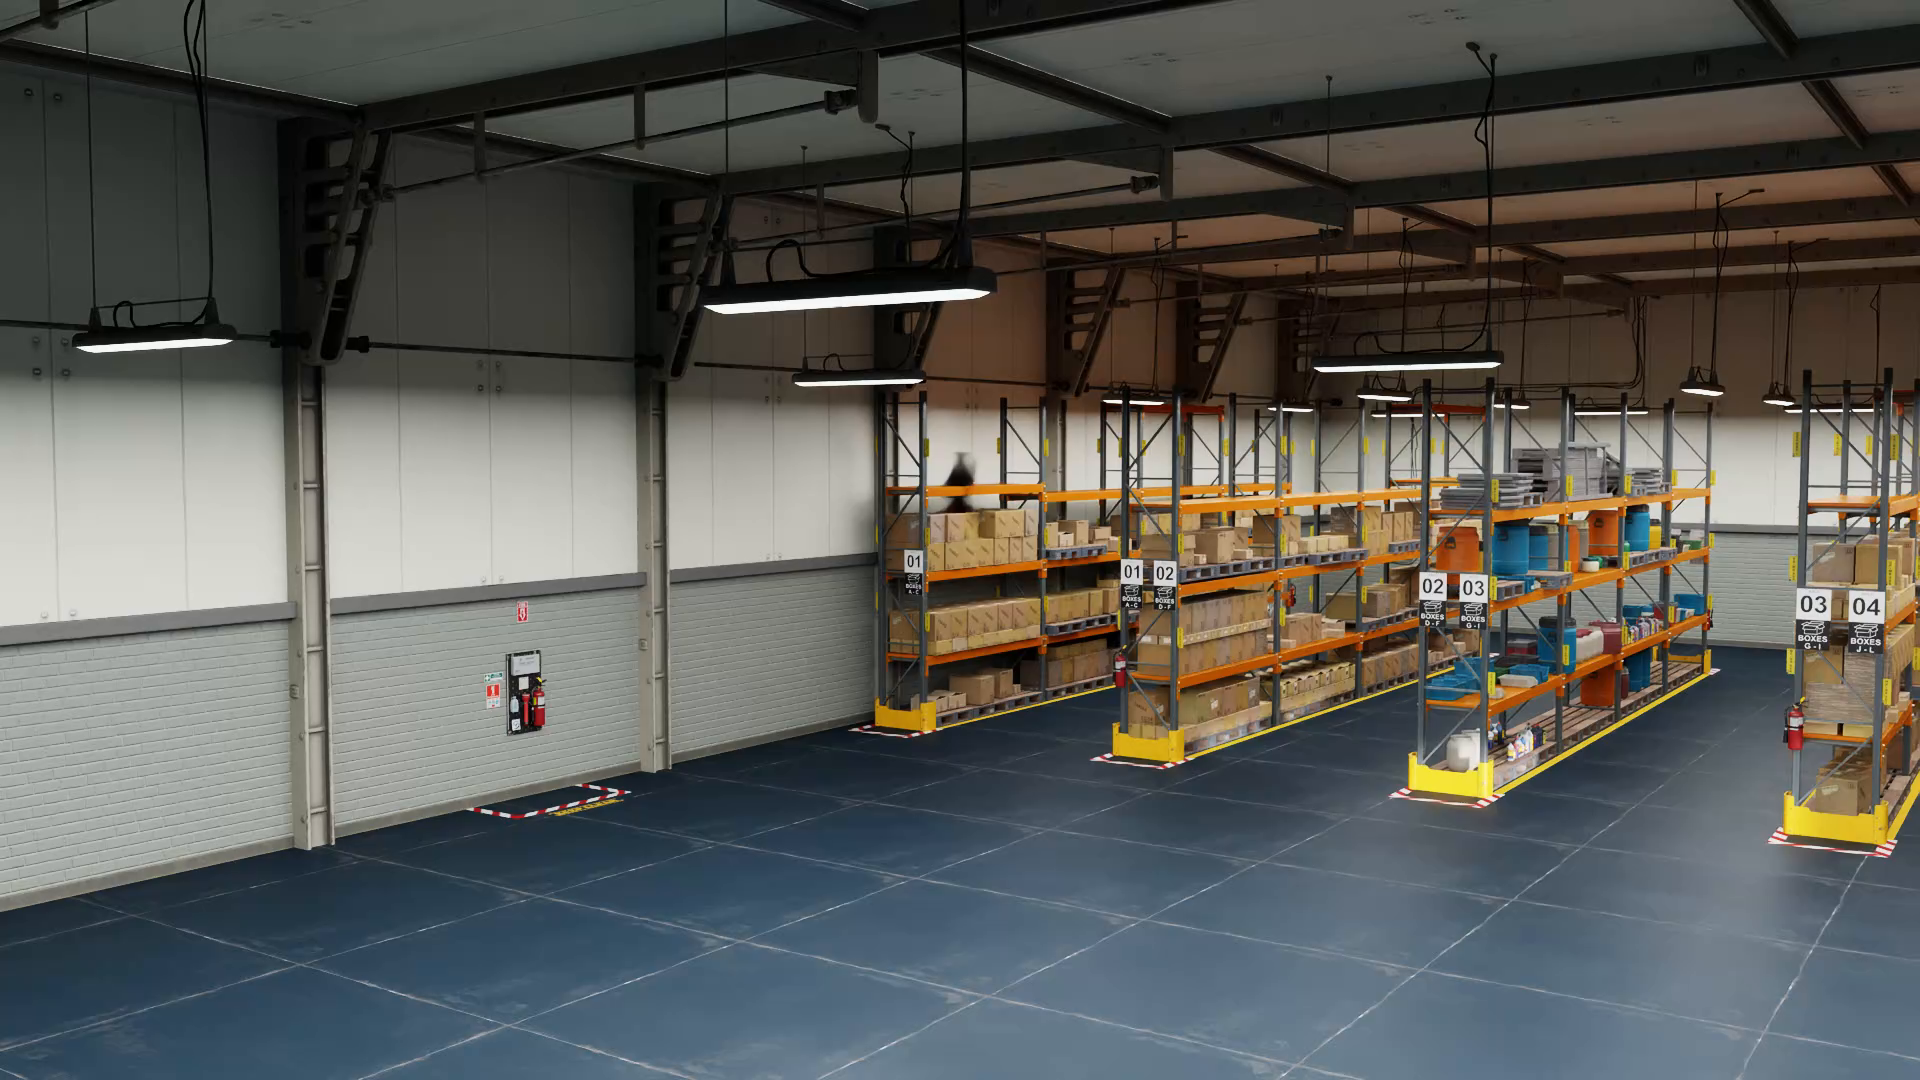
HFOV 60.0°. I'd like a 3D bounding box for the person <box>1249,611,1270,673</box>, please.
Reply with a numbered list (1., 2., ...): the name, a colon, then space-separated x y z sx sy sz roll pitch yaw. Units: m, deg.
1. person: 6.588 2.100 36.959 0.659 1.713 0.705 1 3 16
